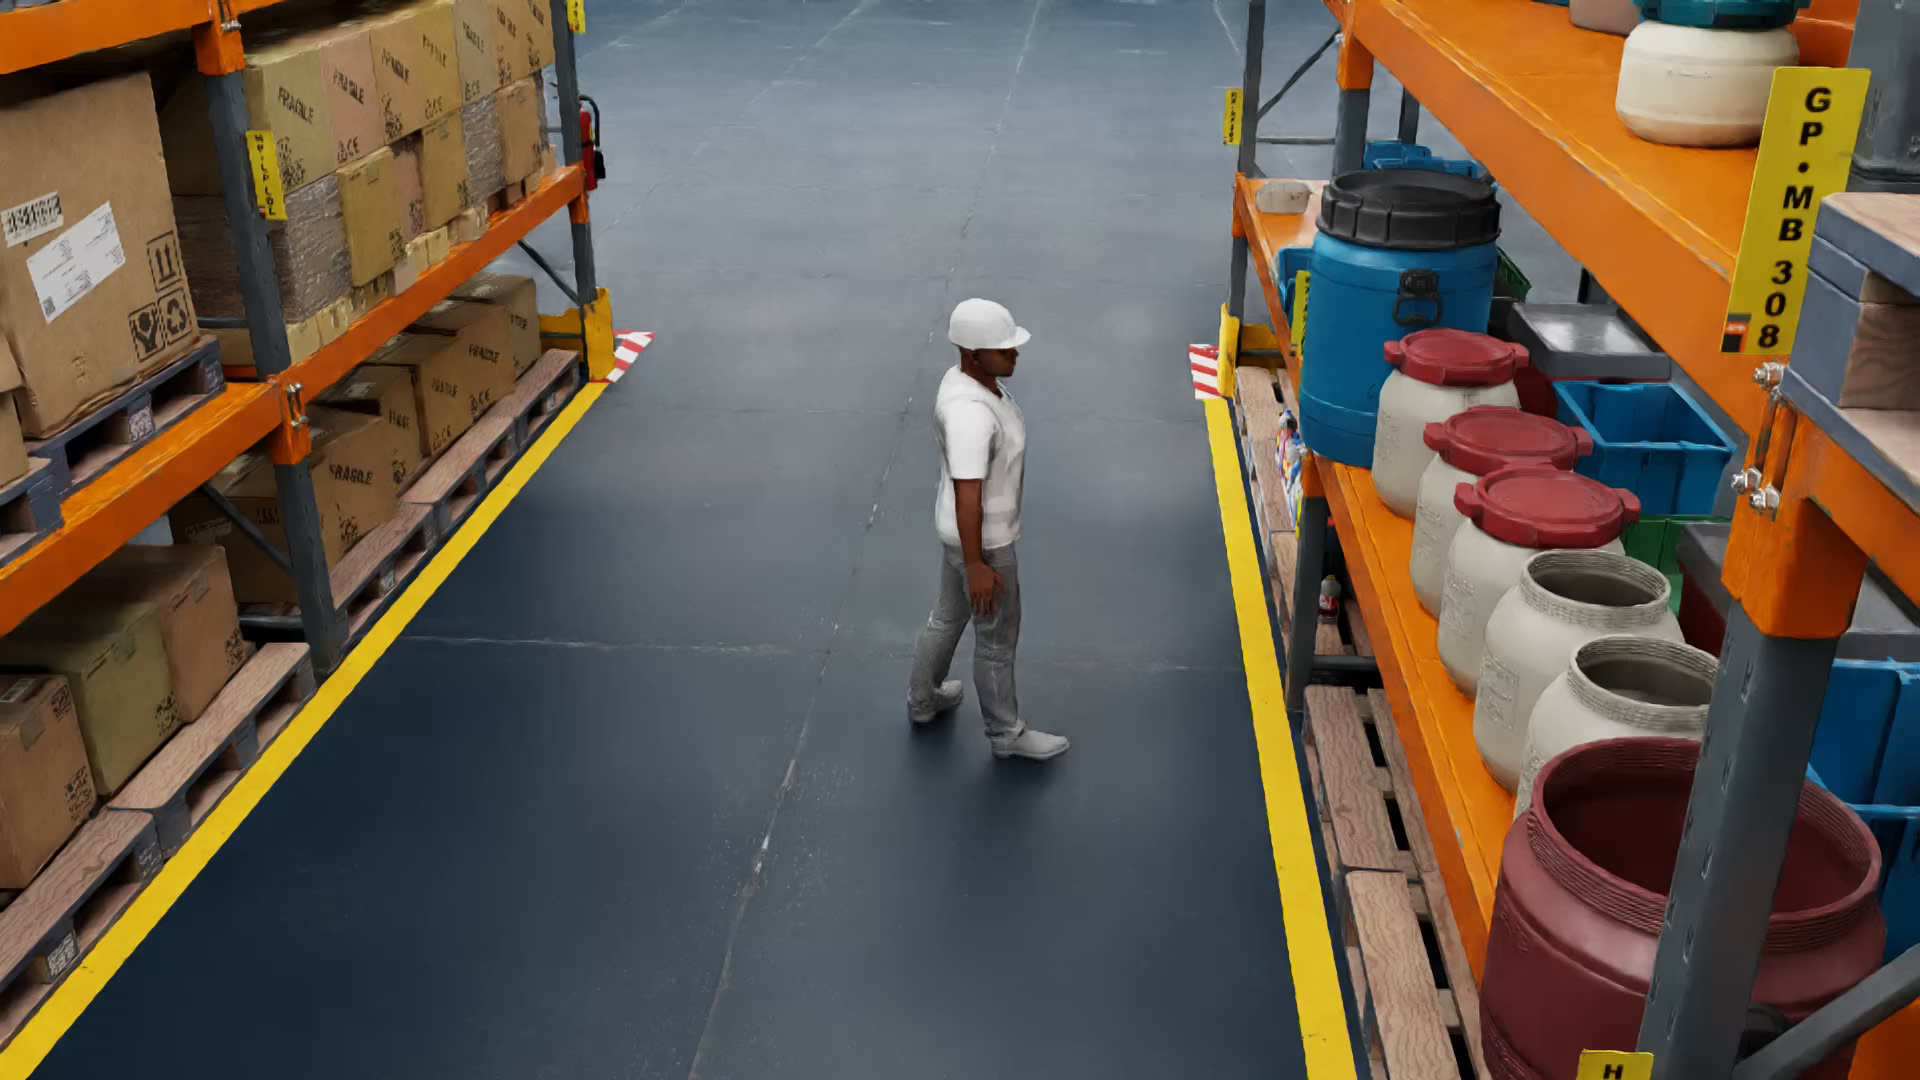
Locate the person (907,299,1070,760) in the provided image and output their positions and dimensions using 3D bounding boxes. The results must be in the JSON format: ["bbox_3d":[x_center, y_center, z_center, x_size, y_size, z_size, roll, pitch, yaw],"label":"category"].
[{"bbox_3d":[0.106,-0.015,6.097,0.619,1.767,0.765,-1,24,-2],"label":"person"}]
